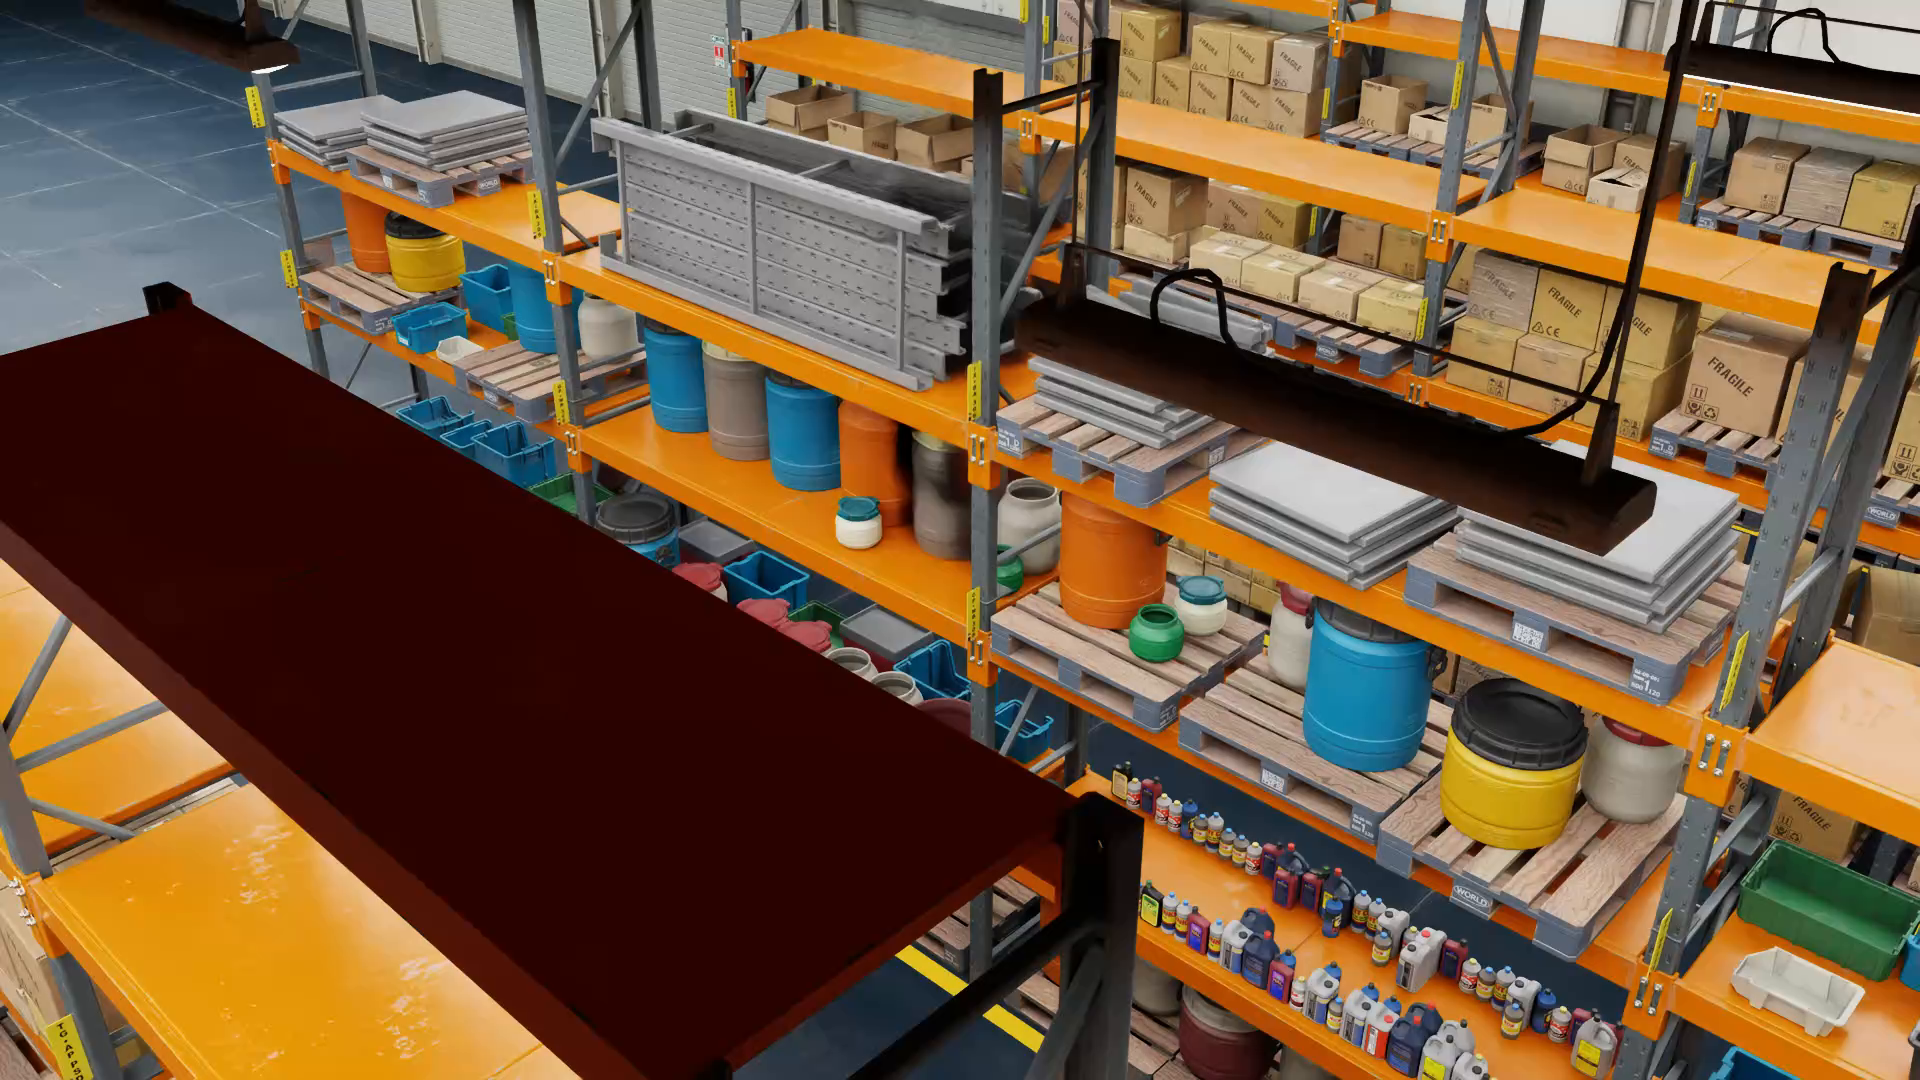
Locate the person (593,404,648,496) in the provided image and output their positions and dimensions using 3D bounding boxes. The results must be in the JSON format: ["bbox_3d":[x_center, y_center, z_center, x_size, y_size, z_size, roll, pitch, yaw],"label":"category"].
[{"bbox_3d":[-3.216,-0.790,15.859,0.795,1.762,0.720,19,34,30],"label":"person"}]
